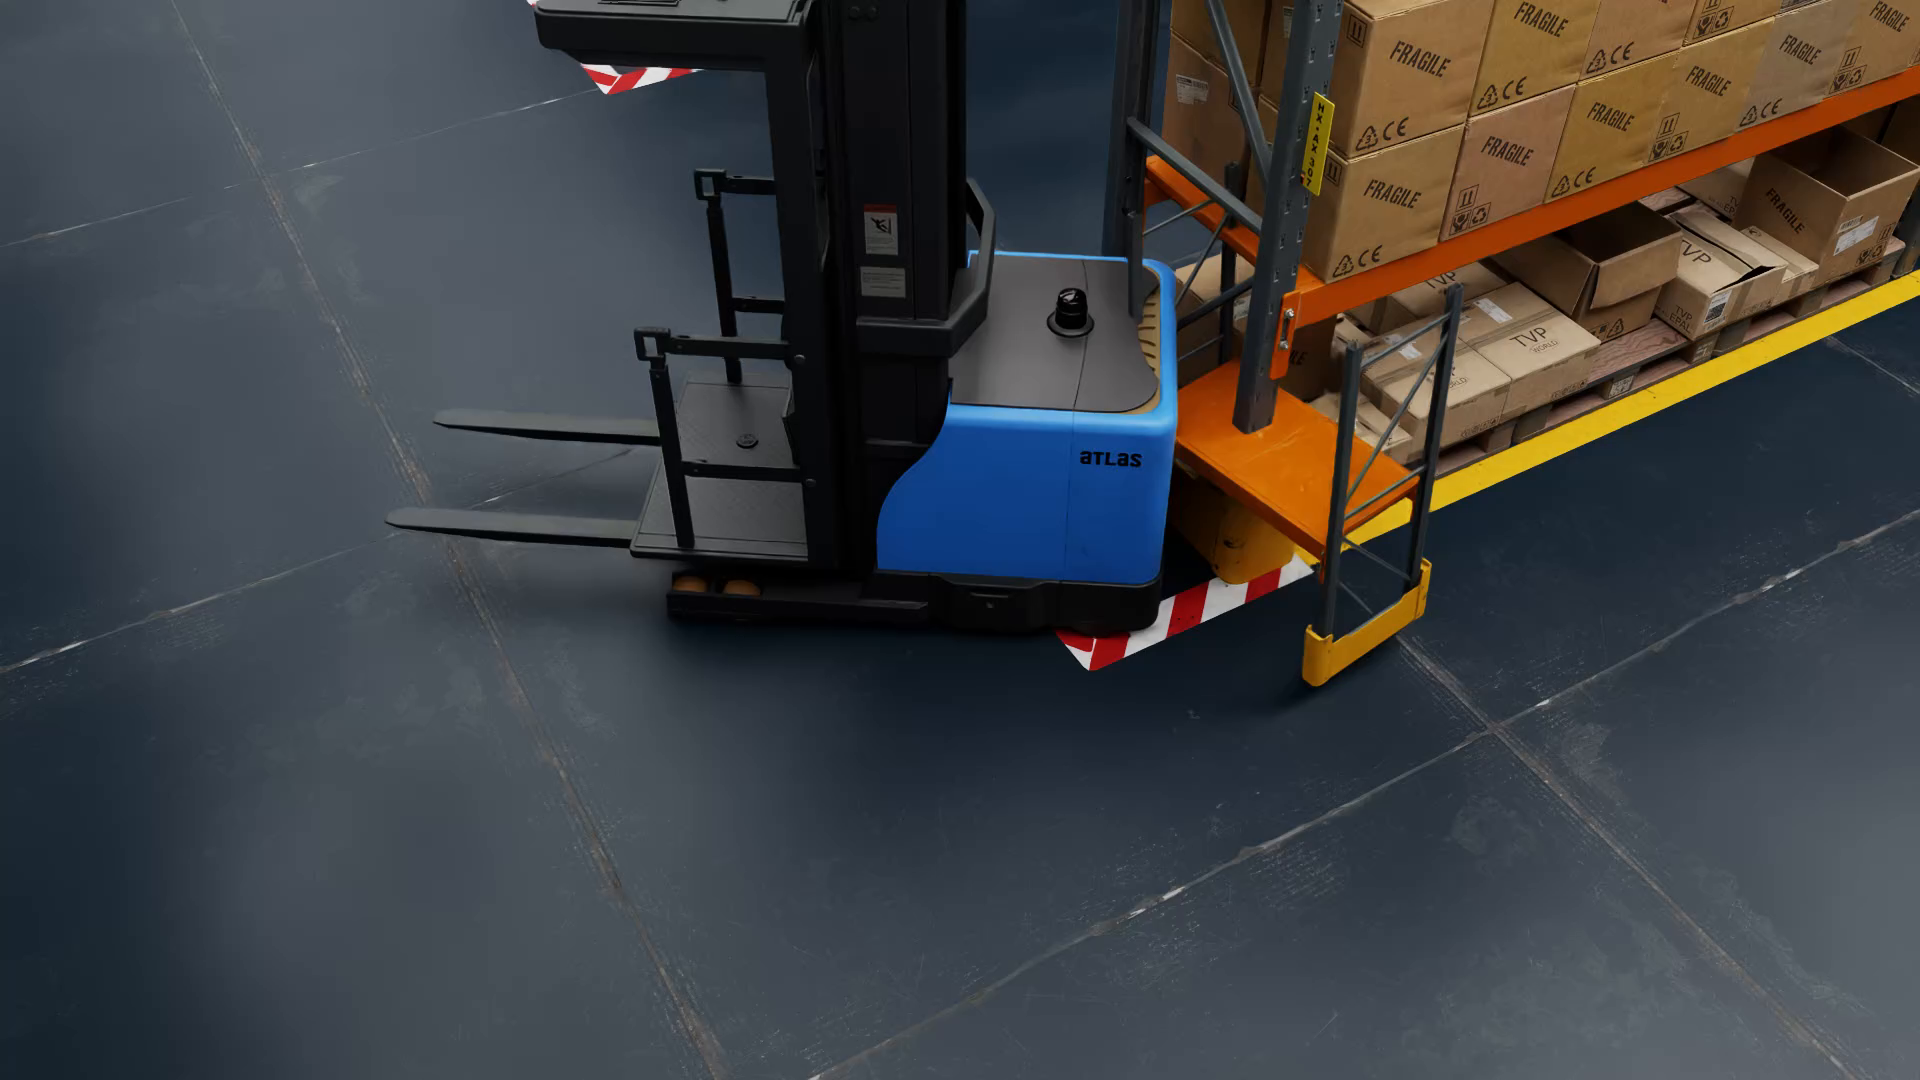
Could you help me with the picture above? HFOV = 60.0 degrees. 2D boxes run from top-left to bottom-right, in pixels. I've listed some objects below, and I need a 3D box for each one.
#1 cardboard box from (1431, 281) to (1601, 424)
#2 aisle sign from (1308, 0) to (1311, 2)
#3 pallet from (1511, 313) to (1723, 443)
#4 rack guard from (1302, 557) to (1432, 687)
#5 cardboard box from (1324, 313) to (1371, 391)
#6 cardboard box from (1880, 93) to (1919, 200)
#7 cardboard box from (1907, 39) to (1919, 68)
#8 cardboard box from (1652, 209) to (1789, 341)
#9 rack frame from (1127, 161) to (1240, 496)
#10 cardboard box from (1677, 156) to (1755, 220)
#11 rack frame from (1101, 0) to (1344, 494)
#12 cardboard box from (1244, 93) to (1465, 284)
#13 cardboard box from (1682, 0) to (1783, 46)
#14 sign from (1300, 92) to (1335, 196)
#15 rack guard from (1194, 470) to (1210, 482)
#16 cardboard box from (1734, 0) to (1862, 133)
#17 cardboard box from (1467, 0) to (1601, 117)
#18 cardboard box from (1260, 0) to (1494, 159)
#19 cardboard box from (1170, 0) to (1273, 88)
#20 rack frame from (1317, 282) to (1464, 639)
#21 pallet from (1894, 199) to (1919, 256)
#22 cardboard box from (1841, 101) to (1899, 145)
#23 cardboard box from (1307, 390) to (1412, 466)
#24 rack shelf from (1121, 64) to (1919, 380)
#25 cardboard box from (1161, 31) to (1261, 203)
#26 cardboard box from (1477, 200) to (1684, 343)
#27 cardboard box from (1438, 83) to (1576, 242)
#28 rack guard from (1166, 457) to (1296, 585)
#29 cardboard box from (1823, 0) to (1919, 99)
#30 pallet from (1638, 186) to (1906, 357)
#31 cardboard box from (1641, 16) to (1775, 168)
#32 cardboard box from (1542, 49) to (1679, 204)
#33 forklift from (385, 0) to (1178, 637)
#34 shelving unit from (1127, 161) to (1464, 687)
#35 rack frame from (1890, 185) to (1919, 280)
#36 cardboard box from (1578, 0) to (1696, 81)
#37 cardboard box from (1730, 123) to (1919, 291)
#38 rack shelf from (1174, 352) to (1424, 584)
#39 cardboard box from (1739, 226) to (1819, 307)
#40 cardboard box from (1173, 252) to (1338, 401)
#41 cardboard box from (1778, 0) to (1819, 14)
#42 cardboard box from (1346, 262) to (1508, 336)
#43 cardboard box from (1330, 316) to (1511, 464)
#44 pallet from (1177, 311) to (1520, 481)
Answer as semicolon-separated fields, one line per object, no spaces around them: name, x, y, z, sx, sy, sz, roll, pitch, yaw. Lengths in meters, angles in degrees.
cardboard box;2.337;-0.805;7.084;0.500;0.250;0.500;-22;48;-21
aisle sign;0.944;-2.001;4.791;0.004;0.787;0.394;-22;48;-21
pallet;2.670;-0.992;7.621;1.213;0.211;1.003;-22;48;-21
rack guard;1.496;0.295;6.118;0.587;0.250;0.087;-30;48;-23
cardboard box;1.602;-0.834;7.174;0.250;0.166;0.380;-22;48;-21
cardboard box;4.866;-1.938;8.073;0.500;0.500;0.500;-24;49;-23
cardboard box;4.020;-2.364;6.961;0.500;0.500;0.500;-21;48;-20
cardboard box;3.322;-1.221;7.469;0.500;0.311;0.500;-22;48;-21
rack frame;0.840;-0.682;6.311;0.500;1.500;0.032;-30;48;-23
cardboard box;3.854;-1.835;8.102;0.500;0.311;0.500;-22;48;-21
rack frame;0.857;-1.269;5.904;0.127;3.000;1.000;-22;48;-21
cardboard box;1.373;-1.300;5.864;0.500;0.500;0.500;-21;48;-20
cardboard box;2.699;-2.192;6.065;0.500;0.500;0.500;-22;48;-21
sign;1.127;-1.252;5.265;0.005;0.325;0.100;-22;48;-21
rack guard;0.901;-0.220;6.728;0.587;0.250;0.087;-30;48;-23
cardboard box;3.129;-2.005;6.590;0.500;0.500;0.500;-21;48;-20
cardboard box;1.823;-1.844;5.707;0.500;0.500;0.500;-21;48;-21
cardboard box;1.373;-1.659;5.515;0.500;0.500;0.500;-20;48;-20
cardboard box;1.106;-1.984;5.851;0.500;0.500;0.500;-22;48;-21
rack frame;1.448;-0.156;5.688;0.500;1.500;0.032;-30;48;-23
pallet;5.012;-1.961;8.619;1.213;0.211;1.003;-22;48;-21
cardboard box;4.610;-2.262;8.406;0.500;0.500;0.500;-22;48;-21
cardboard box;1.608;-0.435;6.763;0.250;0.166;0.380;-22;48;-21
rack shelf;2.591;-1.705;6.869;4.000;0.370;1.077;-22;48;-21
cardboard box;1.110;-1.625;6.199;0.500;0.500;0.500;-20;48;-20
cardboard box;2.699;-1.264;7.375;0.637;0.503;0.797;-22;48;-21
cardboard box;1.818;-1.482;6.051;0.500;0.500;0.500;-22;48;-21
rack guard;0.923;-0.398;6.802;0.348;0.500;1.175;-22;48;-21
cardboard box;3.573;-2.185;6.776;0.500;0.500;0.500;-21;48;-20
pallet;3.729;-1.418;8.060;1.213;0.211;1.003;-22;48;-21
cardboard box;2.689;-1.827;6.407;0.500;0.500;0.500;-21;48;-20
cardboard box;2.254;-1.654;6.229;0.500;0.500;0.500;-22;48;-21
forklift;-0.715;-1.103;5.782;3.031;2.935;1.130;3;44;4
shelving unit;1.149;-0.414;5.994;0.587;1.500;1.083;-30;48;-23
rack frame;4.325;-2.657;7.334;0.127;3.000;1.000;-22;48;-21
cardboard box;2.259;-2.015;5.883;0.500;0.500;0.500;-21;48;-20
cardboard box;3.973;-1.549;7.671;0.500;0.500;0.500;-22;48;-21
rack shelf;1.158;-0.289;6.123;0.538;0.185;1.000;-30;48;-23
cardboard box;3.677;-1.256;7.622;0.250;0.149;0.380;-22;48;-21
cardboard box;1.206;-0.867;6.969;0.500;0.500;0.500;-22;48;-21
cardboard box;3.136;-2.366;6.244;0.500;0.500;0.500;-21;48;-21
cardboard box;2.044;-1.089;7.377;0.500;0.250;0.500;-22;48;-21
cardboard box;1.903;-0.631;6.905;0.500;0.250;0.500;-22;48;-21
pallet;1.614;-0.572;7.188;1.213;0.211;1.003;-22;48;-21
